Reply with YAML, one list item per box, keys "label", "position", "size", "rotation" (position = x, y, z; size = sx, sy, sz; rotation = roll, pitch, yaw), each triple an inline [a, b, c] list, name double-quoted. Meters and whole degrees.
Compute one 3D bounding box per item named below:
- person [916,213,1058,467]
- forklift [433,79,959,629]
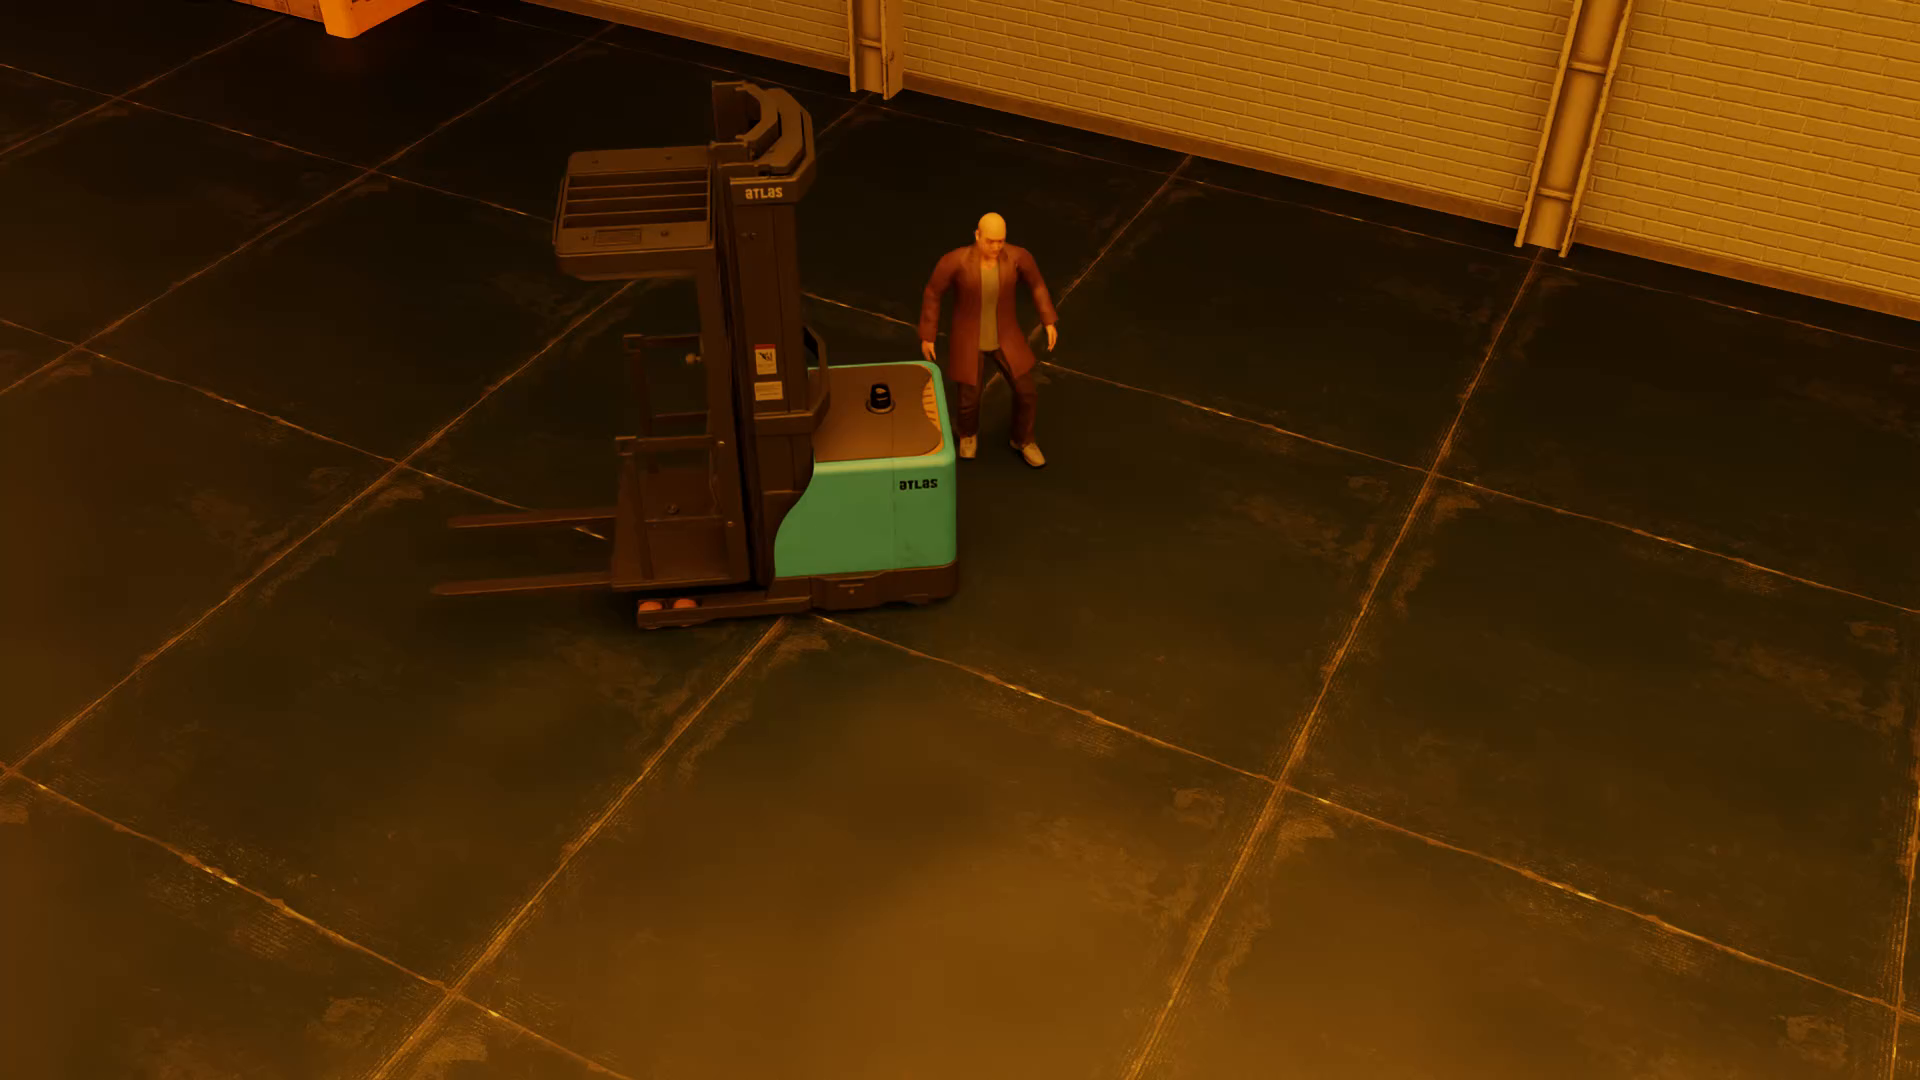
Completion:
- label: "person"
  position: [0.180, -1.239, 10.394]
  size: [0.906, 1.734, 0.519]
  rotation: [-7, 41, -9]
- label: "forklift"
  position: [-1.561, -0.963, 9.130]
  size: [3.031, 2.935, 1.130]
  rotation: [-4, 40, -5]
